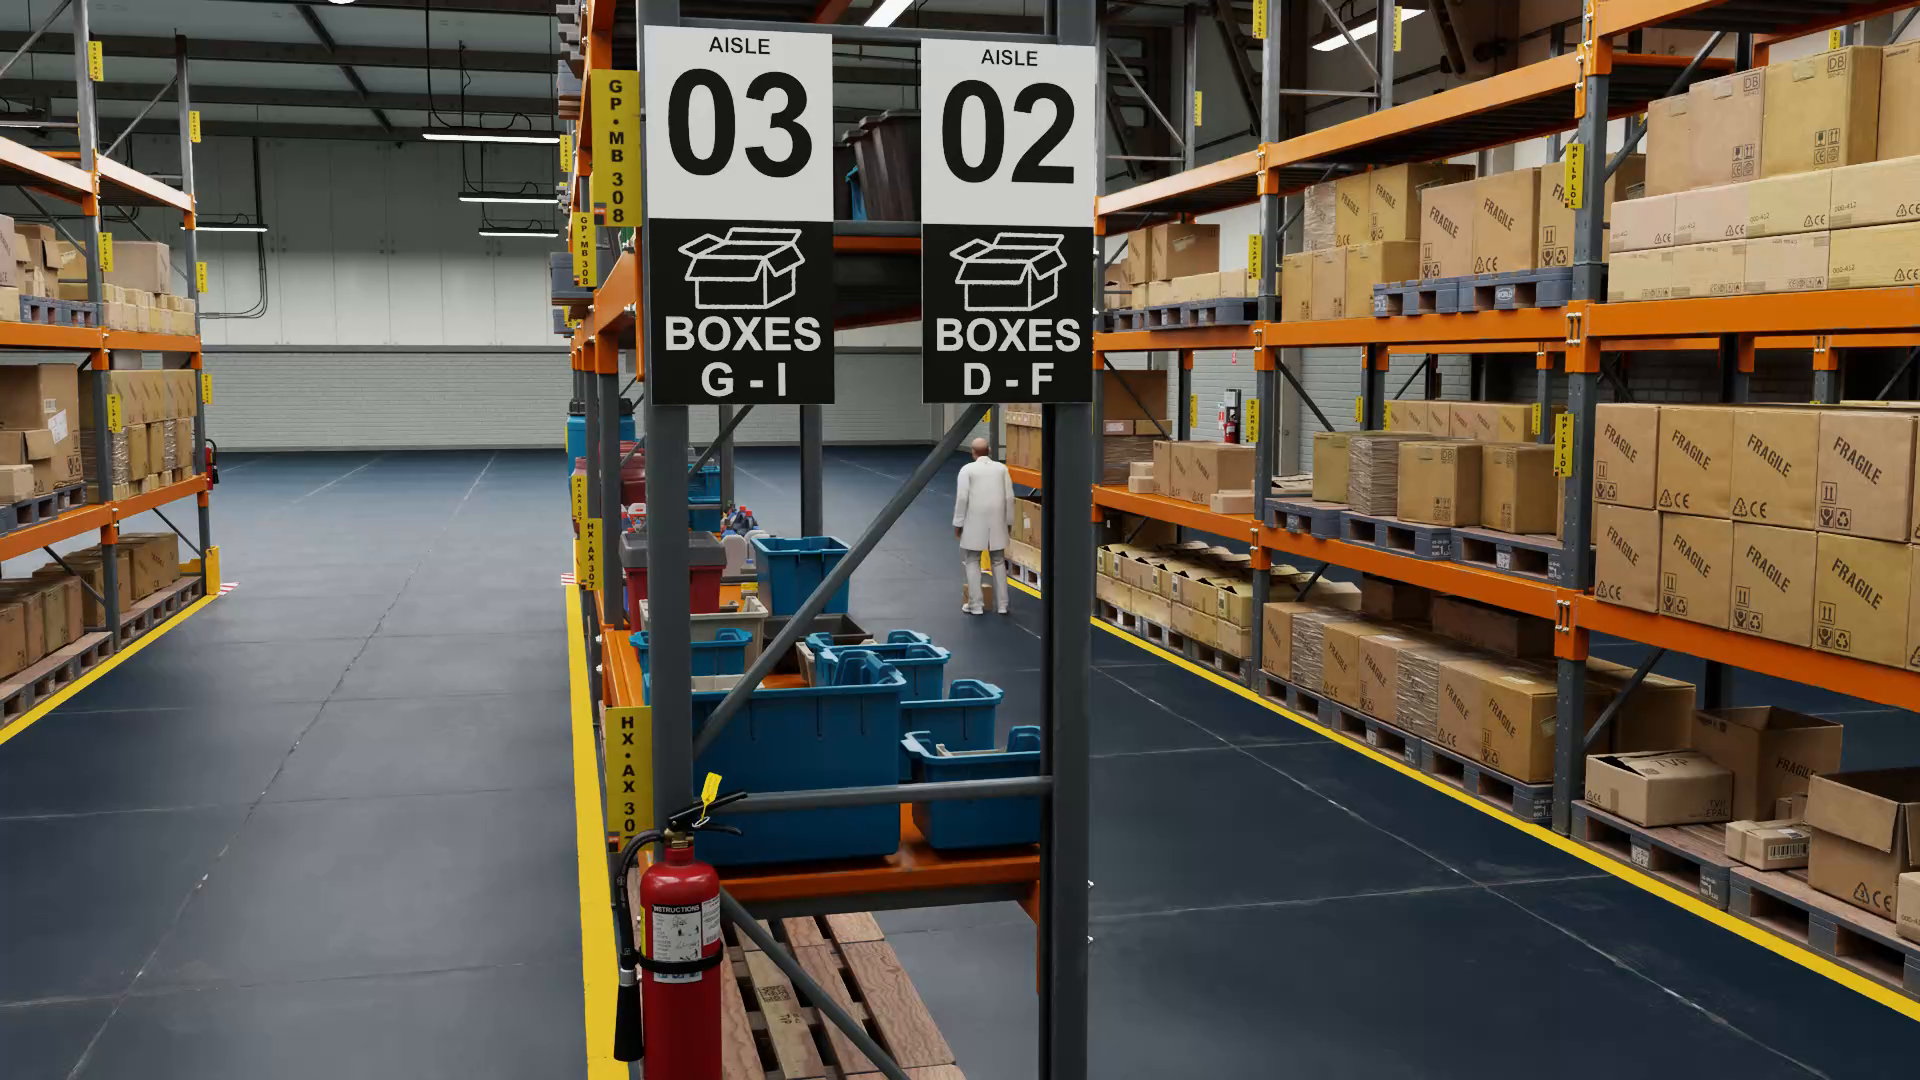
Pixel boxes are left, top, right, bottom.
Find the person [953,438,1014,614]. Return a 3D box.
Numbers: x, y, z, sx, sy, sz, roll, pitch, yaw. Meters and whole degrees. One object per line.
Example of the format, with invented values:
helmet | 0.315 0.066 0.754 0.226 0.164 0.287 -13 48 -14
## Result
person | 0.238 -0.144 16.767 0.649 1.772 0.429 -2 6 -17
